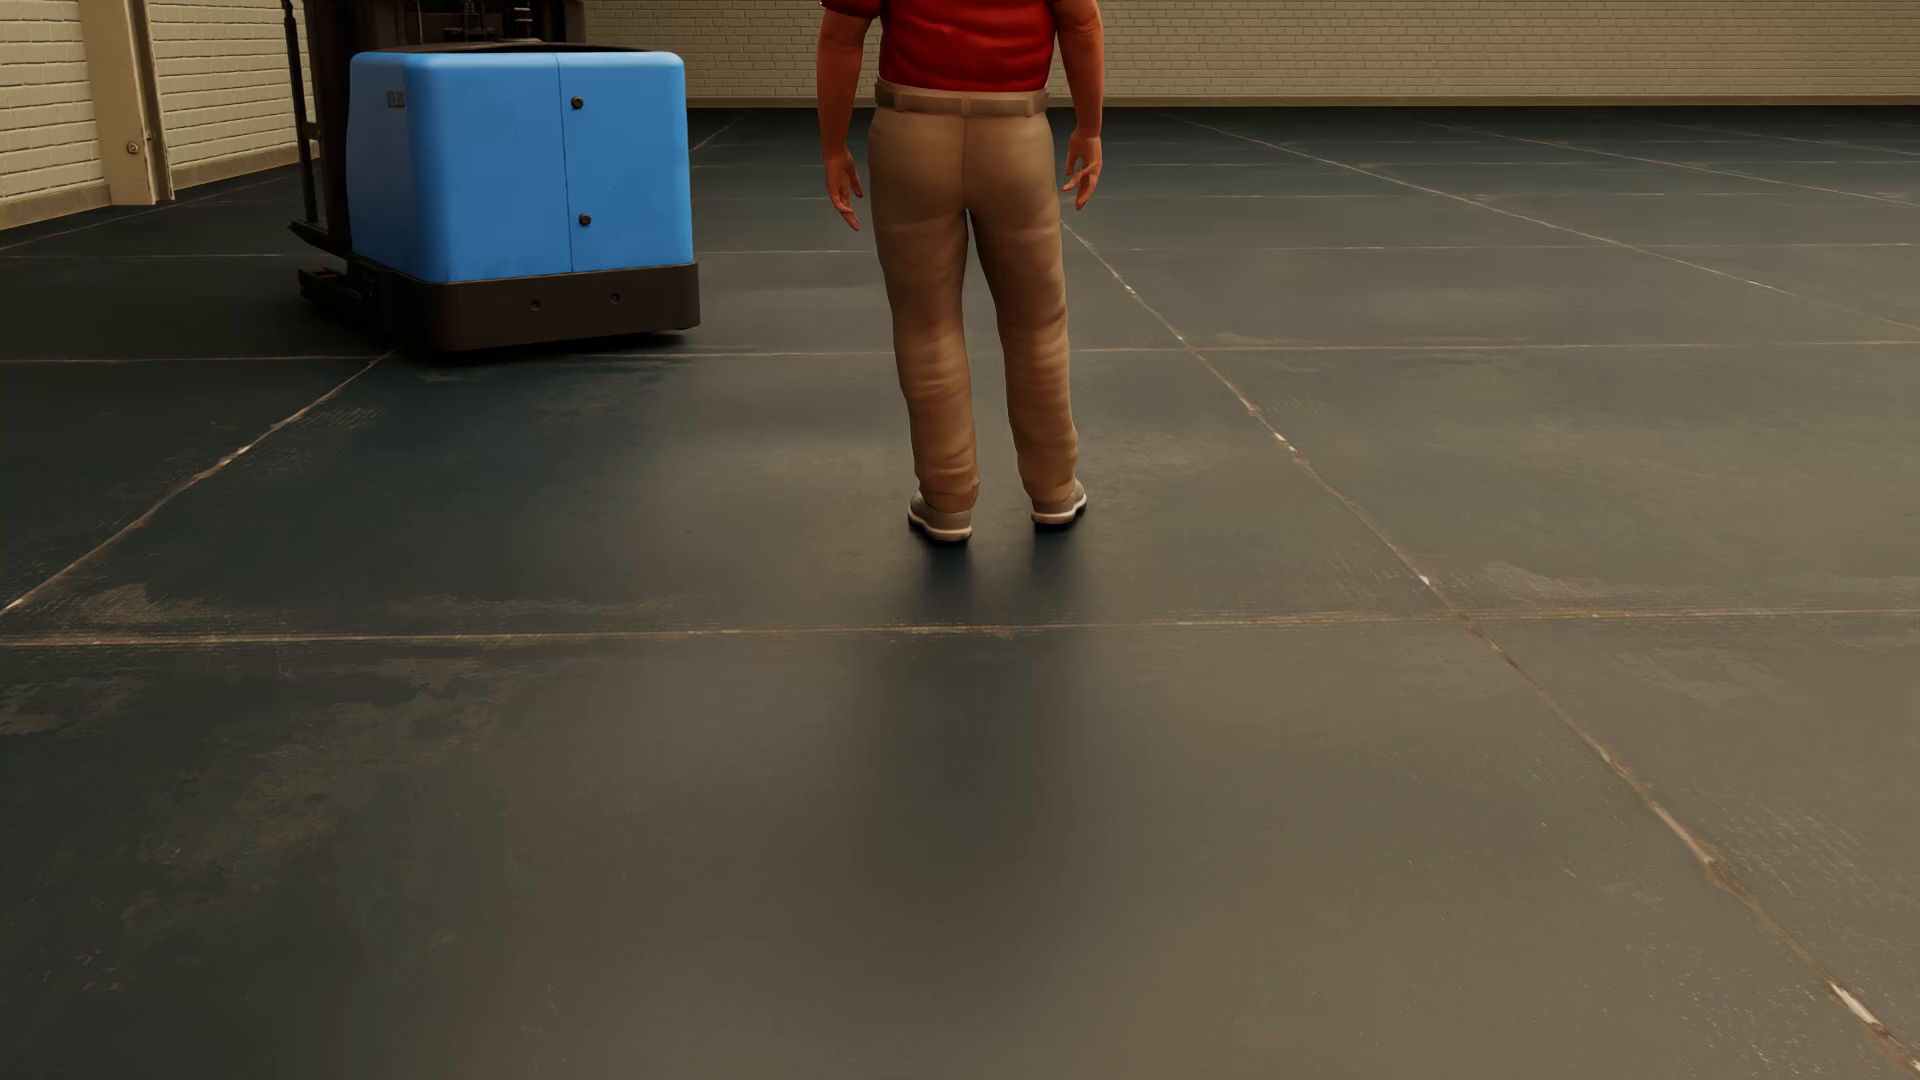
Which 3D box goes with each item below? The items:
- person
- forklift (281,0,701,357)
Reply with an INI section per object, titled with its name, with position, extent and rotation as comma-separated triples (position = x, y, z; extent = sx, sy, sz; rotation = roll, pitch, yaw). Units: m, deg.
[person]
position = 0.007, -0.860, 3.749
extent = 0.642, 1.727, 0.550
rotation = -1, 17, -3
[forklift]
position = -2.223, -2.436, 6.871
extent = 1.130, 2.935, 3.031
rotation = -11, 20, -32
